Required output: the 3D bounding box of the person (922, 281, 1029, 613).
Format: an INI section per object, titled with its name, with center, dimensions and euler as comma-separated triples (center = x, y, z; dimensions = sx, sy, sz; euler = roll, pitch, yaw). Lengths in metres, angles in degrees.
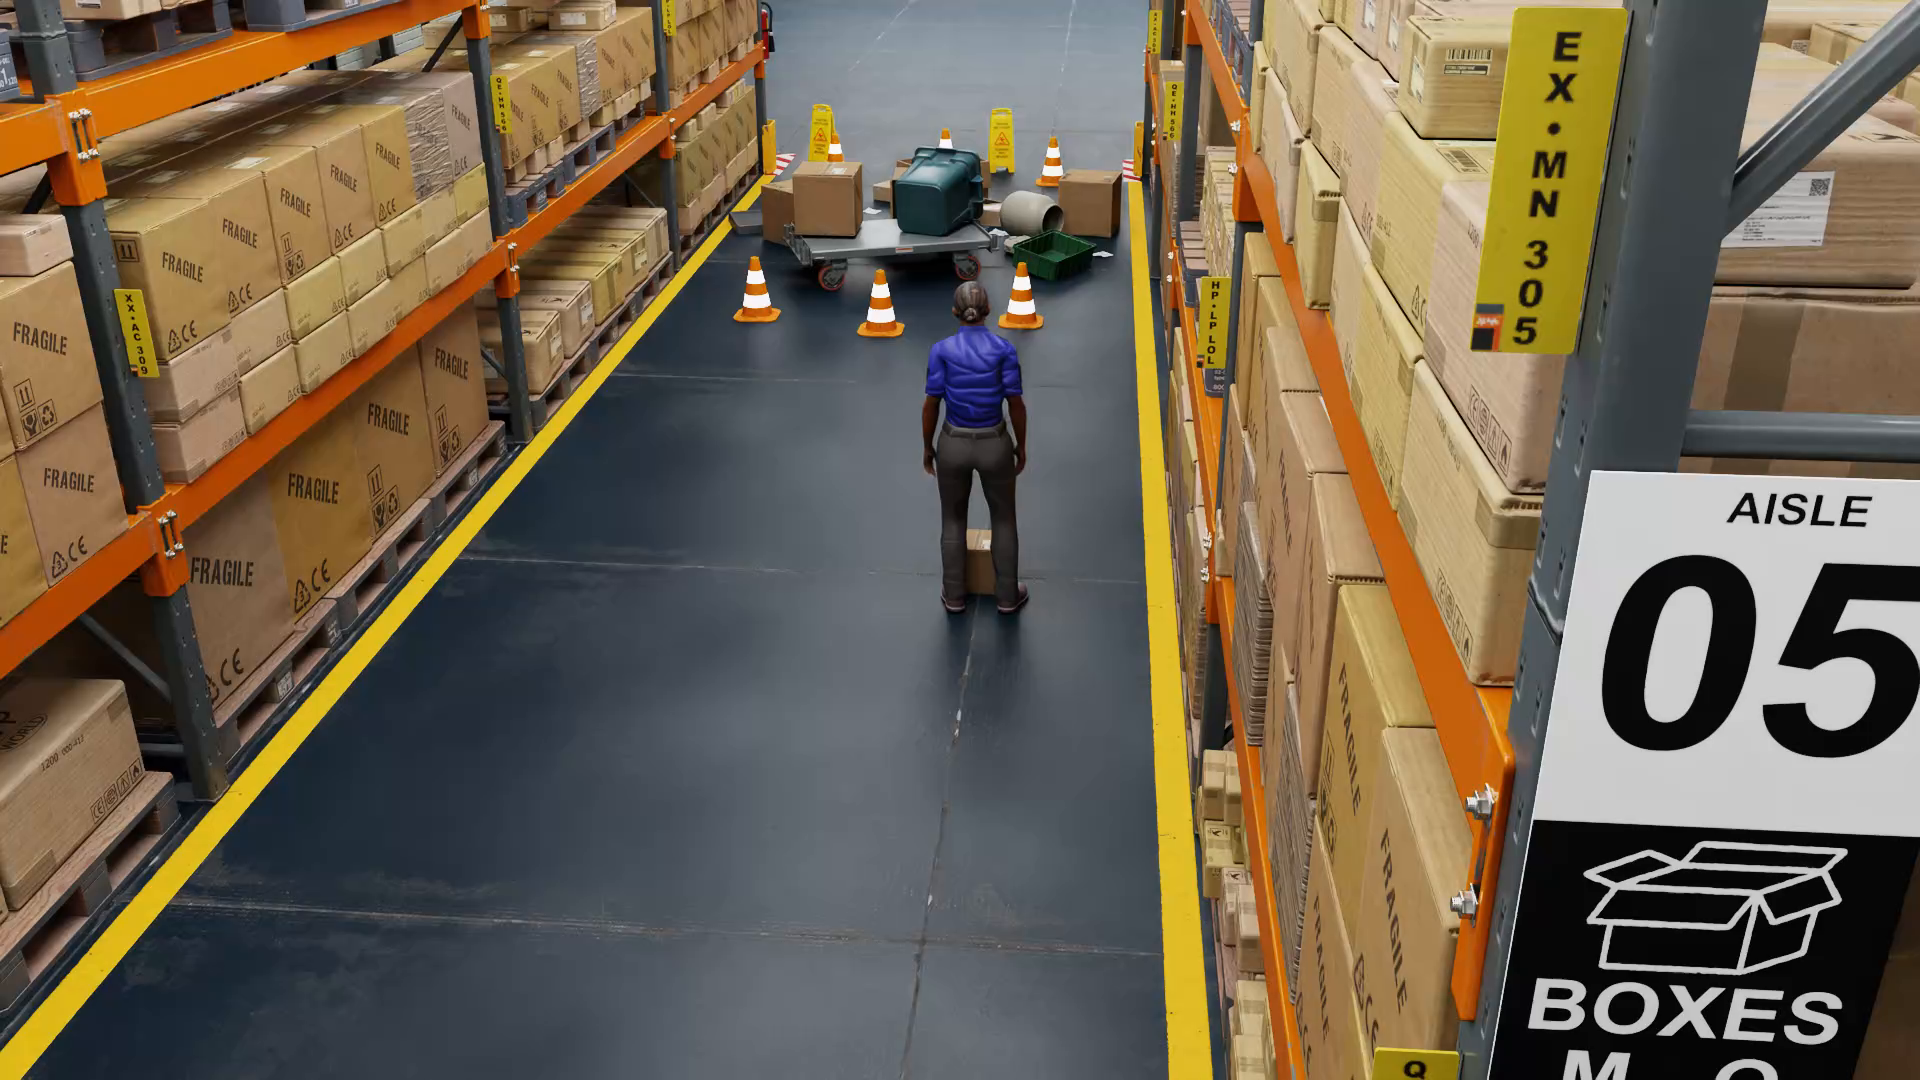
[person]
center = 0.082, -0.431, 8.049
dimensions = 0.527, 1.655, 0.348
euler = 1, 25, 2
